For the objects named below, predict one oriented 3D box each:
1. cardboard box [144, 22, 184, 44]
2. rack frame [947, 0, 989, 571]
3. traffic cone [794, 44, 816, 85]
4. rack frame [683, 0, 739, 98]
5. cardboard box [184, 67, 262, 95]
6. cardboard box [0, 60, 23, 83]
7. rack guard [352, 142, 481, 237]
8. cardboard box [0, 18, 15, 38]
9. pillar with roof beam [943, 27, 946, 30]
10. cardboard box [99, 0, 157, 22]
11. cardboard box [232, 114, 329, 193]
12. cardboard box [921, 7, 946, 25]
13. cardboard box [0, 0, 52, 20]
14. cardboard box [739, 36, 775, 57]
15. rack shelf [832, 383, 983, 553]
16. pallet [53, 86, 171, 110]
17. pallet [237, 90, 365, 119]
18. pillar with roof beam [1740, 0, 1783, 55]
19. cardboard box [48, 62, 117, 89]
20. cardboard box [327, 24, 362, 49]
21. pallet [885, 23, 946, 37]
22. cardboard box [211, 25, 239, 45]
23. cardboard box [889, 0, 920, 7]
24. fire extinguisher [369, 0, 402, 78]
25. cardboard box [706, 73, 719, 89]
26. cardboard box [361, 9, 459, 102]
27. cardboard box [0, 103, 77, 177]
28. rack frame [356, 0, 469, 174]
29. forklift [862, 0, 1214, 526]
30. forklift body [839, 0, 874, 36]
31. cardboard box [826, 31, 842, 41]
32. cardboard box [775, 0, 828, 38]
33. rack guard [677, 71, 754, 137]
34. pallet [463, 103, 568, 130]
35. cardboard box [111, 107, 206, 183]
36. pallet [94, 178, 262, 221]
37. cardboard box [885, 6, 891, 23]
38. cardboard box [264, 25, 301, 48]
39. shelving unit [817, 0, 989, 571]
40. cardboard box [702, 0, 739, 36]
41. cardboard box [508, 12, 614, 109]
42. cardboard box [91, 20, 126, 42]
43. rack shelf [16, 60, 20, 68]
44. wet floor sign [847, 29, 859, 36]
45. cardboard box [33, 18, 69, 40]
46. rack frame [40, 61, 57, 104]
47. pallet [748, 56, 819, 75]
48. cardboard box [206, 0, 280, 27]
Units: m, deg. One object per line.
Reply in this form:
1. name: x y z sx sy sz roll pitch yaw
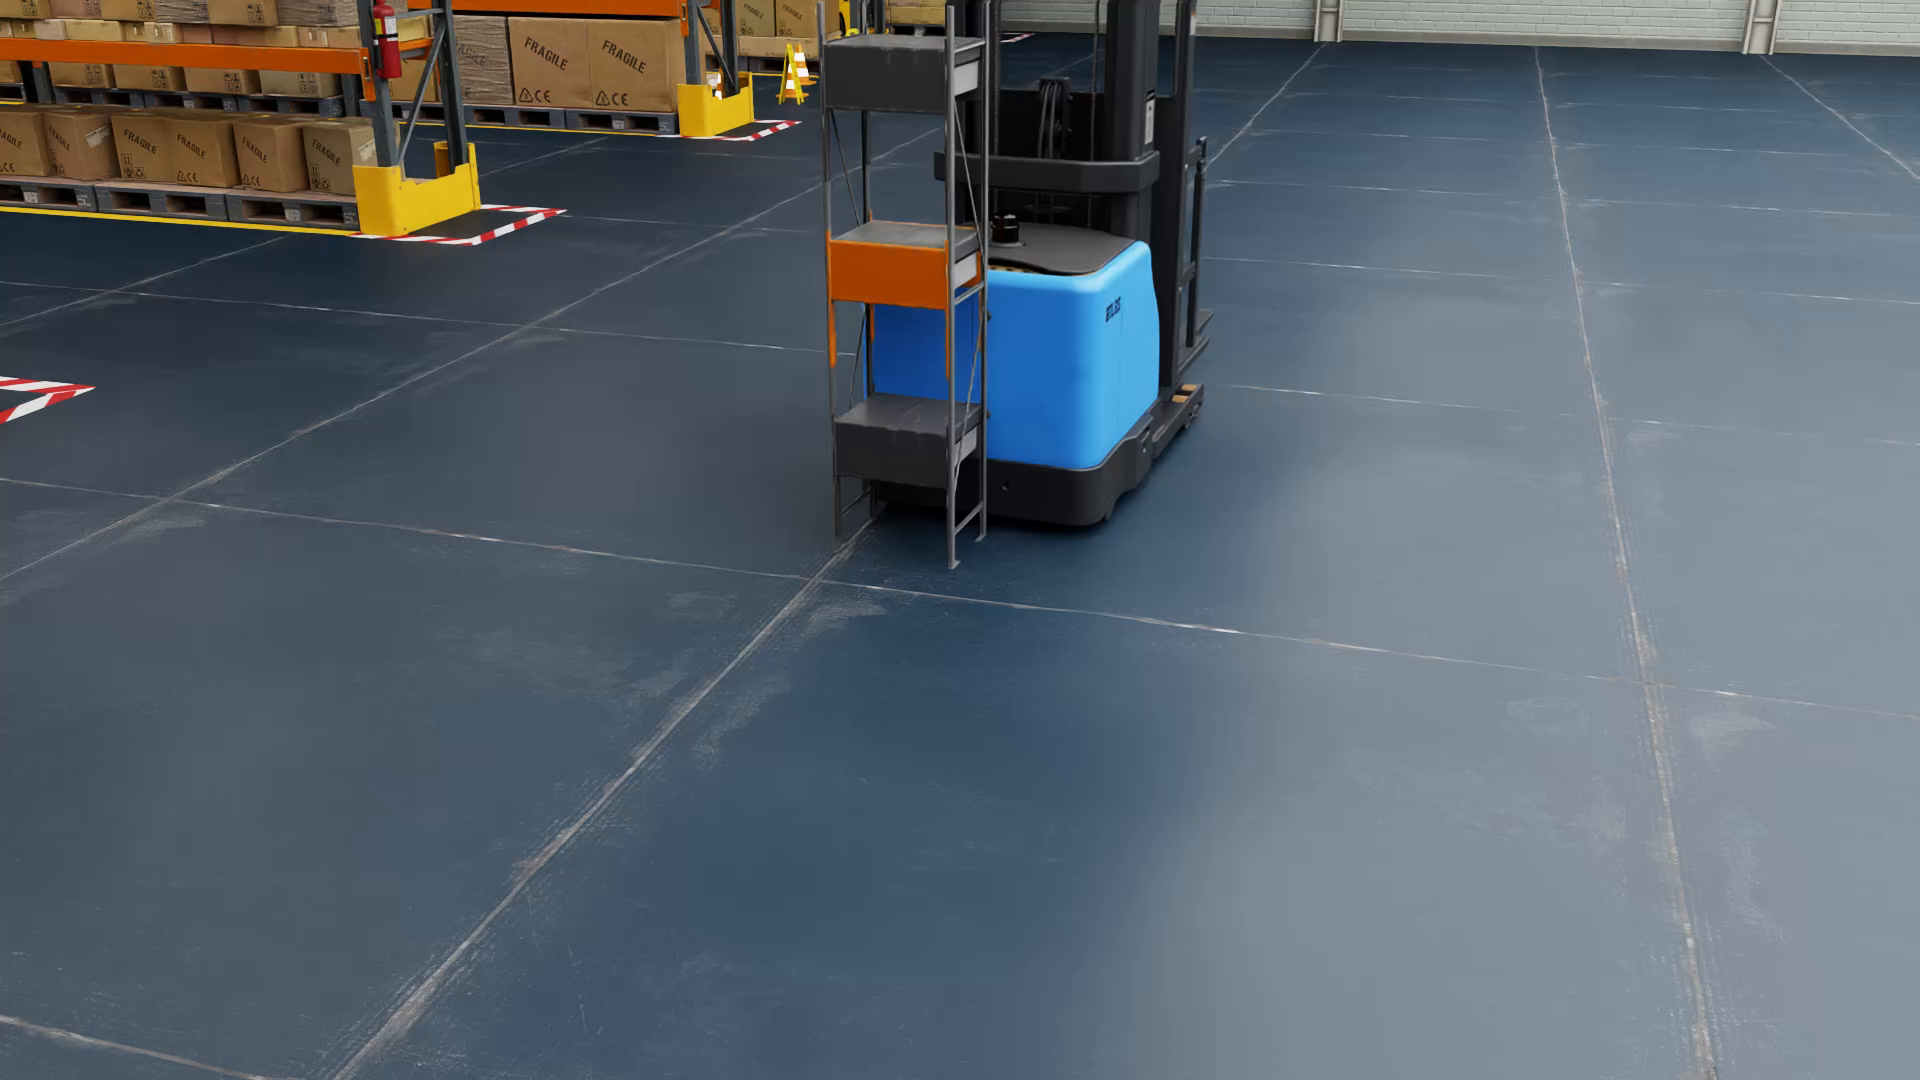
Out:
1. cardboard box: -5.838 -3.795 12.400 0.250 0.149 0.380 7 23 16
2. rack frame: 0.031 -0.921 6.248 0.015 2.100 0.400 8 24 19
3. traffic cone: -1.961 -5.834 20.383 0.334 0.463 0.336 7 23 16
4. rack frame: -2.510 -5.620 16.518 0.127 3.000 1.000 7 23 16
5. cardboard box: -7.882 -5.354 18.281 0.750 0.750 1.050 7 23 15
6. cardboard box: -10.875 -5.512 18.995 0.500 0.500 0.500 6 23 15
7. rack guard: -4.112 -2.680 12.646 0.348 0.500 1.175 7 23 16
8. cardboard box: -7.267 -3.969 12.823 0.250 0.149 0.380 7 23 16
9. pillar with roof beam: -1.396 -10.848 21.359 0.400 9.000 9.100 7 23 16
10. cardboard box: -6.013 -4.224 12.590 0.500 0.500 0.875 7 23 16
11. cardboard box: -5.215 -2.994 12.857 0.500 0.500 0.500 13 26 29
12. cardboard box: -0.288 -8.092 25.615 0.500 0.250 0.500 7 23 16
13. cardboard box: -6.988 -4.312 12.805 0.500 0.500 0.875 7 23 16
14. cardboard box: -2.522 -6.402 21.494 0.500 0.250 0.500 7 23 16
15. rack shelf: -0.198 -0.293 6.598 0.480 0.518 0.431 8 24 19
16. pallet: -9.436 -5.093 18.907 1.213 0.211 1.003 7 23 16
17. pallet: -7.100 -4.825 18.255 1.213 0.211 1.003 7 23 16
18. pillar with roof beam: 10.092 -9.533 18.152 0.400 9.000 9.100 7 23 16
19. cardboard box: -9.612 -5.551 18.760 0.750 0.750 1.050 6 23 15
20. cardboard box: -4.372 -3.669 12.092 0.250 0.149 0.380 7 23 16
21. pallet: -0.491 -8.012 26.023 1.213 0.211 1.003 7 23 16
22. cardboard box: -5.328 -3.780 12.365 0.250 0.149 0.380 7 23 16
23. cardboard box: -0.780 -8.385 25.671 0.500 0.250 0.500 6 23 15
24. fire extinguisher: -4.063 -3.613 11.727 0.183 0.674 0.296 7 23 16
25. cardboard box: -3.015 -5.520 20.031 0.380 0.149 0.250 -20 29 -39
26. cardboard box: -5.758 -5.175 17.680 0.875 0.875 0.875 7 23 16
27. cardboard box: -7.498 -3.247 13.473 0.500 0.500 0.500 6 23 14
28. rack frame: -4.039 -3.829 12.151 0.127 3.000 1.000 7 23 16
29. forklift: 0.573 -1.942 7.643 1.130 2.935 3.031 8 24 19
30. forklift body: -2.089 -8.385 24.379 1.214 2.155 2.313 7 23 16
31. cardboard box: -1.869 -6.540 21.832 0.500 0.250 0.500 6 23 15
32. cardboard box: -2.019 -6.691 21.212 0.500 0.500 0.500 7 23 16
33. rack guard: -2.487 -4.461 16.986 0.348 0.500 1.175 7 23 16
34. pallet: -4.462 -4.523 17.519 1.213 0.211 1.003 7 23 15
35. cardboard box: -6.330 -3.147 13.230 0.500 0.500 0.500 4 23 11
36. pallet: -6.044 -2.783 13.277 1.213 0.211 1.003 7 23 16
37. cardboard box: -1.237 -8.208 25.898 0.500 0.250 0.500 7 23 16
38. cardboard box: -4.865 -3.705 12.181 0.250 0.149 0.380 7 23 16
39. shelving unit: -0.198 -0.953 6.327 0.503 2.100 0.431 8 24 19
40. cardboard box: -3.001 -6.805 21.490 0.500 0.500 0.500 6 23 14
41. cardboard box: -4.021 -4.977 17.197 0.875 0.875 0.875 6 23 15
42. cardboard box: -6.310 -3.858 12.555 0.250 0.149 0.380 7 23 16
43. rack shelf: -9.784 -4.154 13.891 4.000 0.370 1.077 7 23 16
44. wet floor sign: -1.304 -5.930 20.377 0.232 0.644 0.267 16 27 34
45. cardboard box: -6.798 -3.902 12.662 0.250 0.149 0.380 7 23 16
46. rack frame: -10.169 -6.497 18.656 0.127 3.000 1.000 7 23 16
47. pallet: -2.017 -6.249 21.727 1.213 0.211 1.003 7 23 16
48. cardboard box: -5.071 -4.094 12.275 0.500 0.500 0.875 7 23 16
